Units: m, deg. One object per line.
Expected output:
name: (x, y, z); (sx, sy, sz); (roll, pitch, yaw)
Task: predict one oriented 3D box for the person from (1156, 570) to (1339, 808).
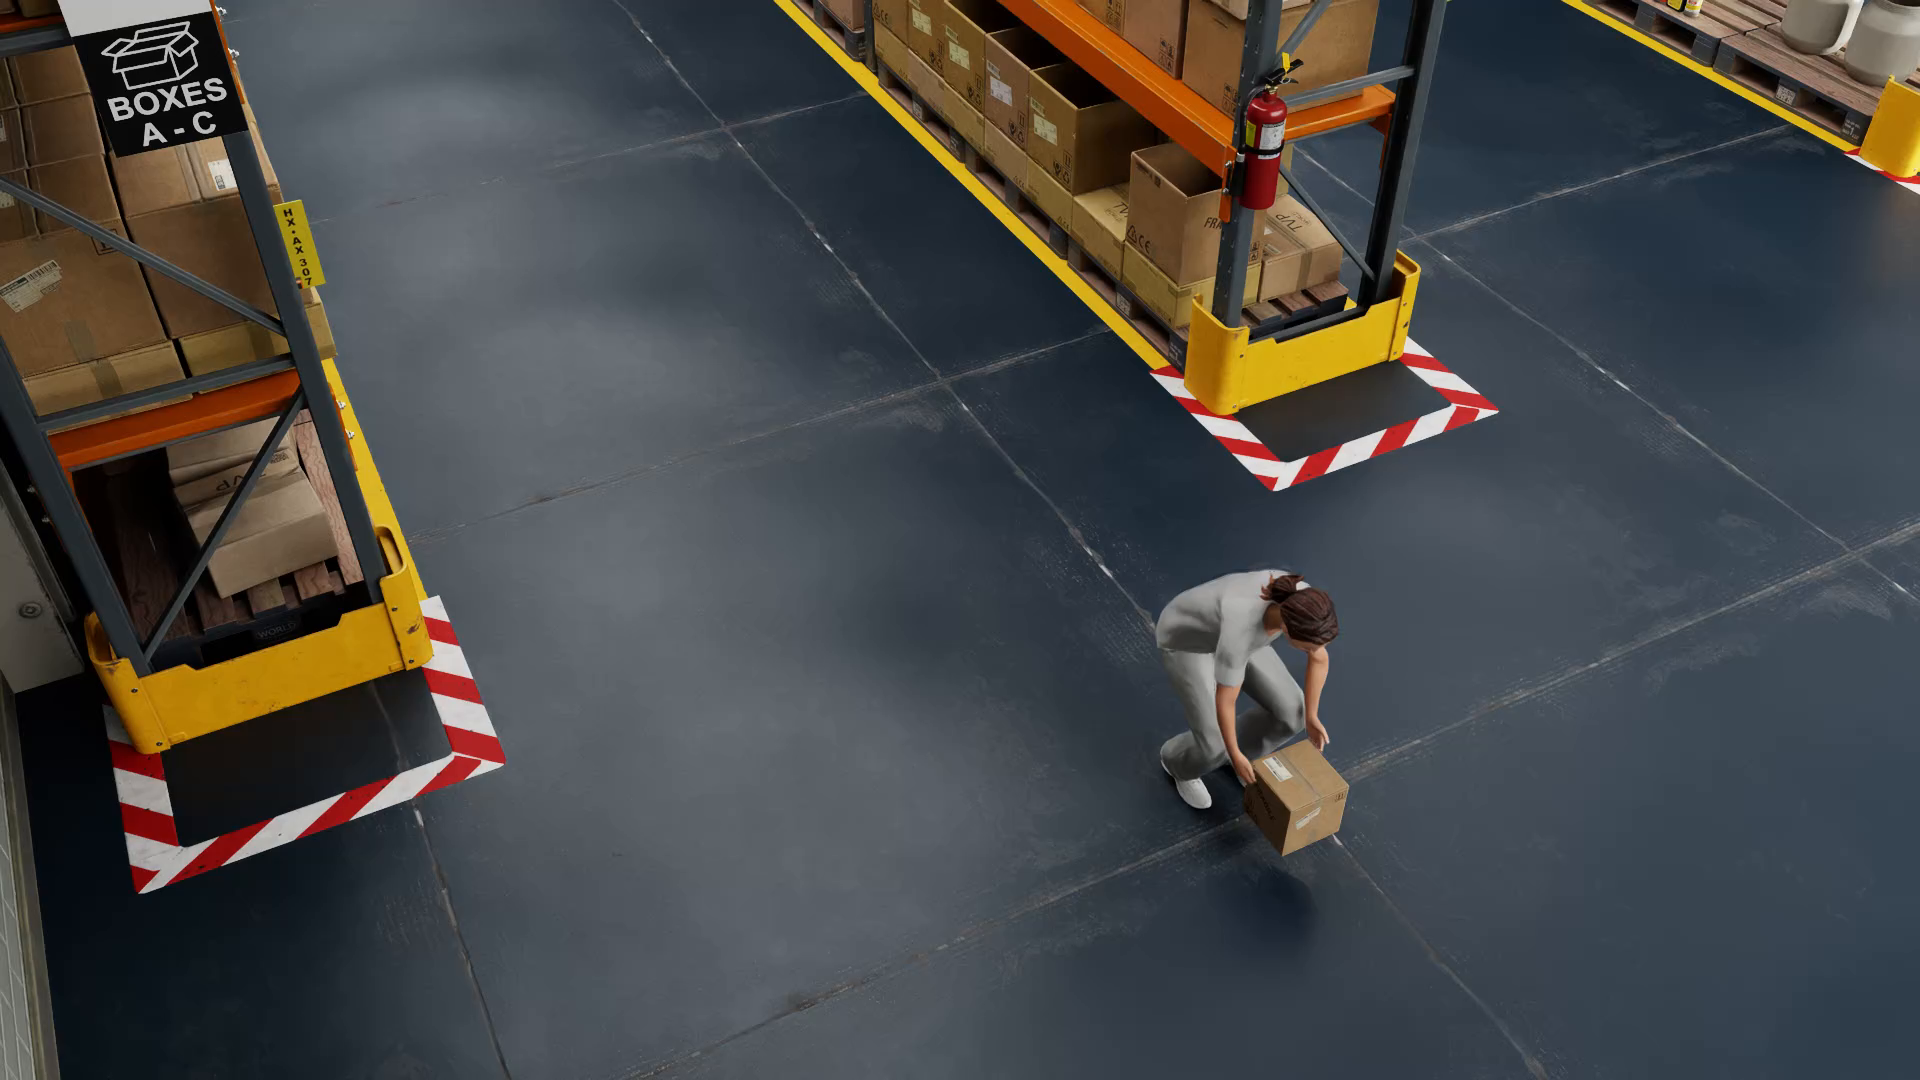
person: (1.028, 0.481, 5.981); (0.495, 1.194, 0.725); (-19, 45, -20)
